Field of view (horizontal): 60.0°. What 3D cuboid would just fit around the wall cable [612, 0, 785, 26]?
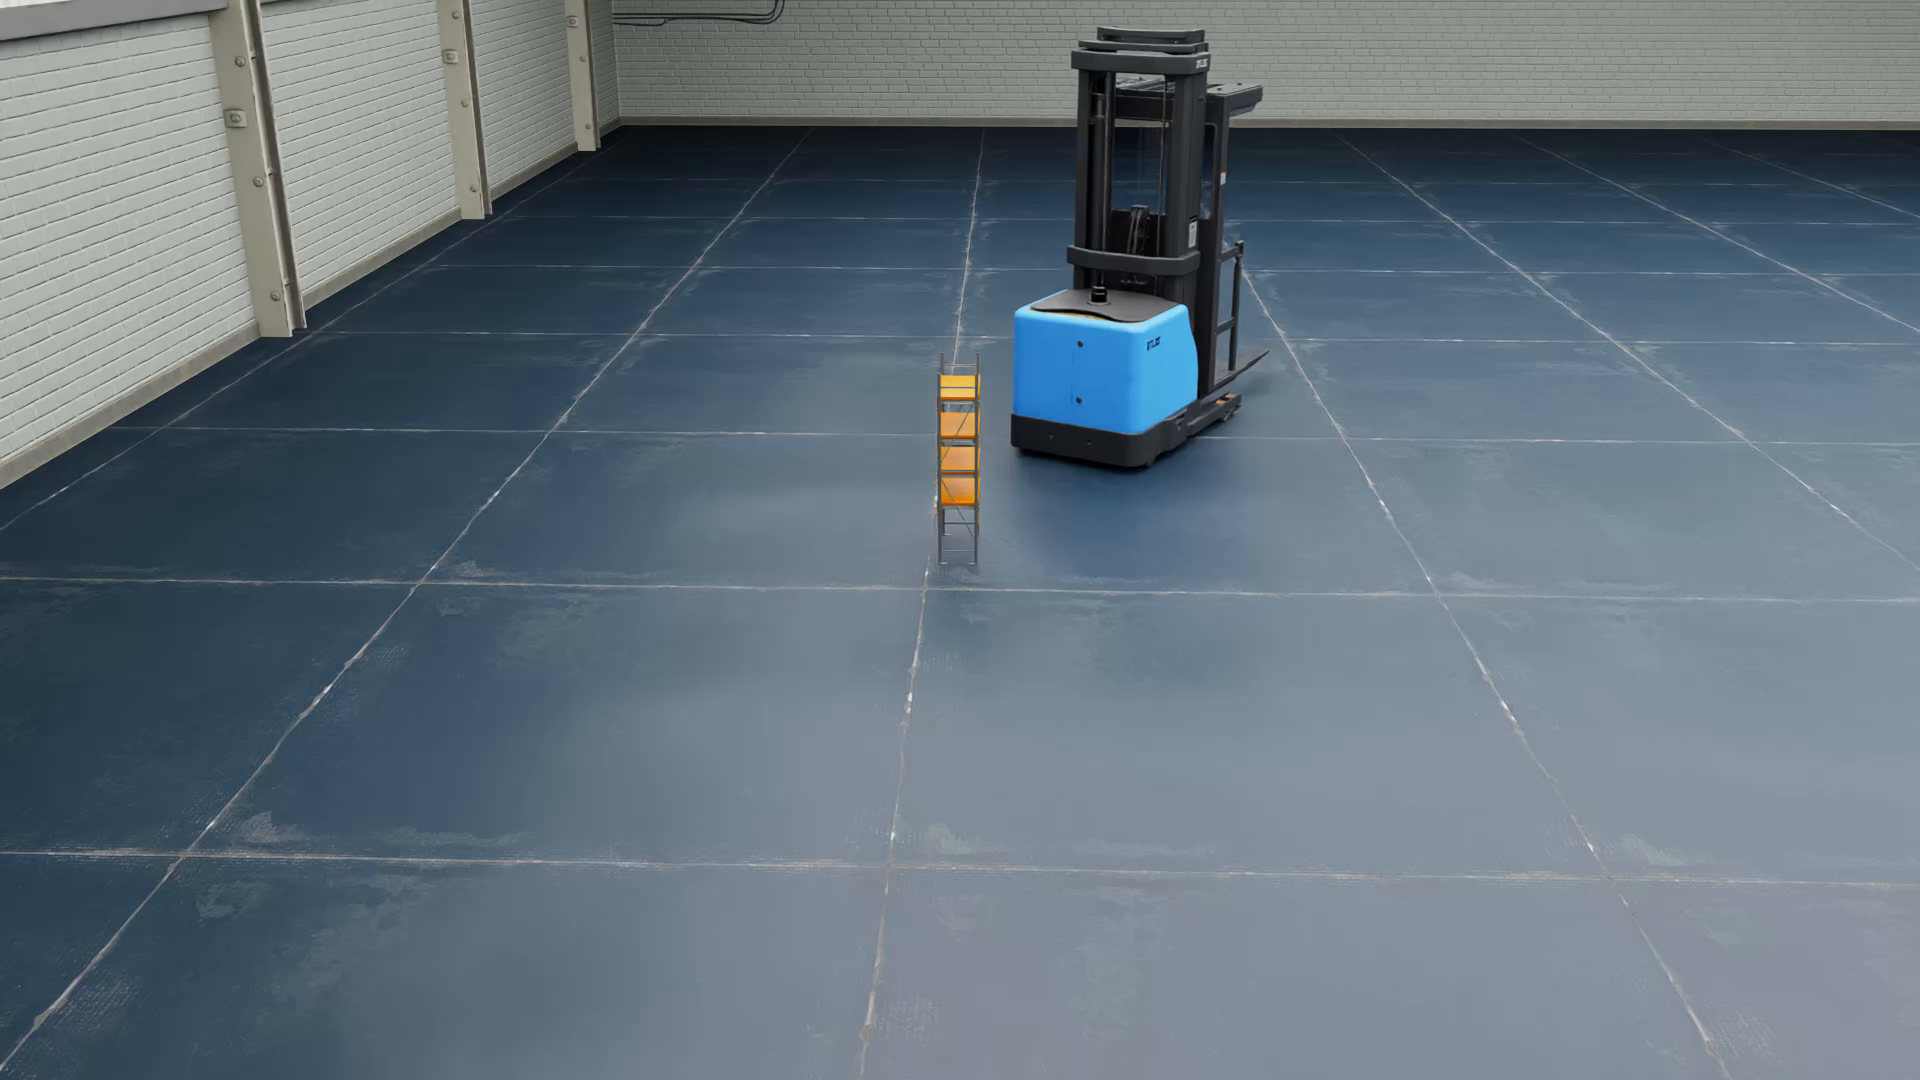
[{"bbox_3d":[-4.562,-10.085,28.374,3.097,2.526,0.112,1,21,2],"label":"wall cable"}]

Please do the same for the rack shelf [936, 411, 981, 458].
[{"bbox_3d":[-0.005,-0.645,10.101,0.258,0.148,0.480,1,21,2],"label":"rack shelf"}]

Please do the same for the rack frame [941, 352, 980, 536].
[{"bbox_3d":[0.002,-0.588,10.385,0.240,1.200,0.015,1,21,2],"label":"rack frame"}]

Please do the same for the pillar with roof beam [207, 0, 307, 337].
[{"bbox_3d":[-2.035,-6.096,13.801,9.100,9.000,0.400,1,21,2],"label":"pillar with roof beam"}]

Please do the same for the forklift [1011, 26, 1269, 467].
[{"bbox_3d":[1.555,-2.363,12.567,1.130,2.935,3.031,12,24,28],"label":"forklift"}]

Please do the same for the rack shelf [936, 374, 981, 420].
[{"bbox_3d":[-0.005,-0.866,10.015,0.258,0.148,0.480,1,21,2],"label":"rack shelf"}]

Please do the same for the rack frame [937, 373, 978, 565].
[{"bbox_3d":[-0.012,-0.411,9.930,0.240,1.200,0.015,1,21,2],"label":"rack frame"}]

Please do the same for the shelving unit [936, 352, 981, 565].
[{"bbox_3d":[-0.005,-0.500,10.158,0.258,1.200,0.503,1,21,2],"label":"shelving unit"}]

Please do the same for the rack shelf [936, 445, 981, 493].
[{"bbox_3d":[-0.005,-0.437,10.182,0.258,0.148,0.480,1,21,2],"label":"rack shelf"}]

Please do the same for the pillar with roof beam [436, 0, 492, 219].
[{"bbox_3d":[-1.852,-8.266,19.392,9.100,9.000,0.400,1,21,2],"label":"pillar with roof beam"}]

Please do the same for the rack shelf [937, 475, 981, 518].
[{"bbox_3d":[-0.005,-0.252,10.254,0.258,0.148,0.480,1,21,2],"label":"rack shelf"}]

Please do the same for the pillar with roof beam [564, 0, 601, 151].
[{"bbox_3d":[-1.670,-10.435,24.983,9.100,9.000,0.400,1,21,2],"label":"pillar with roof beam"}]
